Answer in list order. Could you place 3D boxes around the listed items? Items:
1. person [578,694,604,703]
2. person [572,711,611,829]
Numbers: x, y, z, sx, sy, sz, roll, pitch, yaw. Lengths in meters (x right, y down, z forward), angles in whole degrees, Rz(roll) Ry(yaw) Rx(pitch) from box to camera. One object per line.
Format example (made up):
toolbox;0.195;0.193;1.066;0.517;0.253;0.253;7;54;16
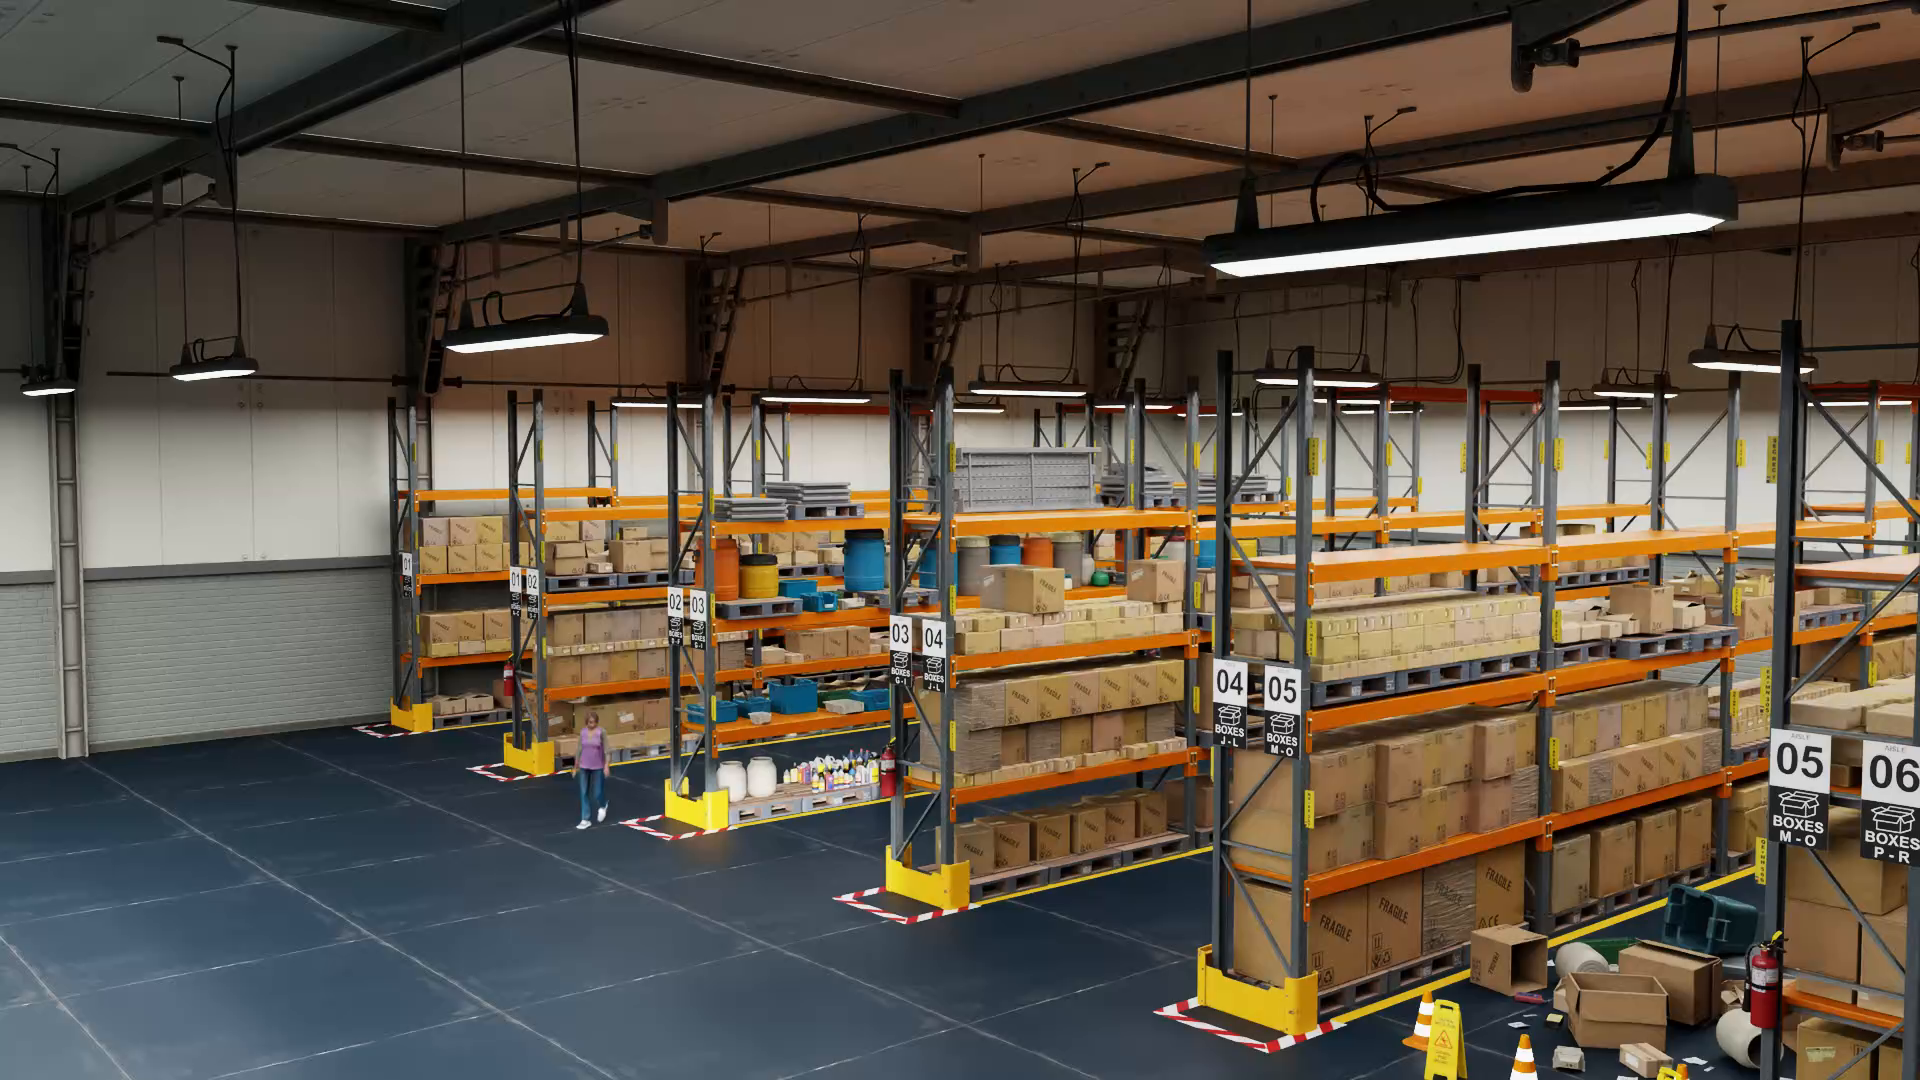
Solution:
person;-6.566;2.567;29.683;0.699;1.730;0.668;2;4;33
person;-4.916;3.055;22.313;0.492;1.574;0.530;0;3;7
